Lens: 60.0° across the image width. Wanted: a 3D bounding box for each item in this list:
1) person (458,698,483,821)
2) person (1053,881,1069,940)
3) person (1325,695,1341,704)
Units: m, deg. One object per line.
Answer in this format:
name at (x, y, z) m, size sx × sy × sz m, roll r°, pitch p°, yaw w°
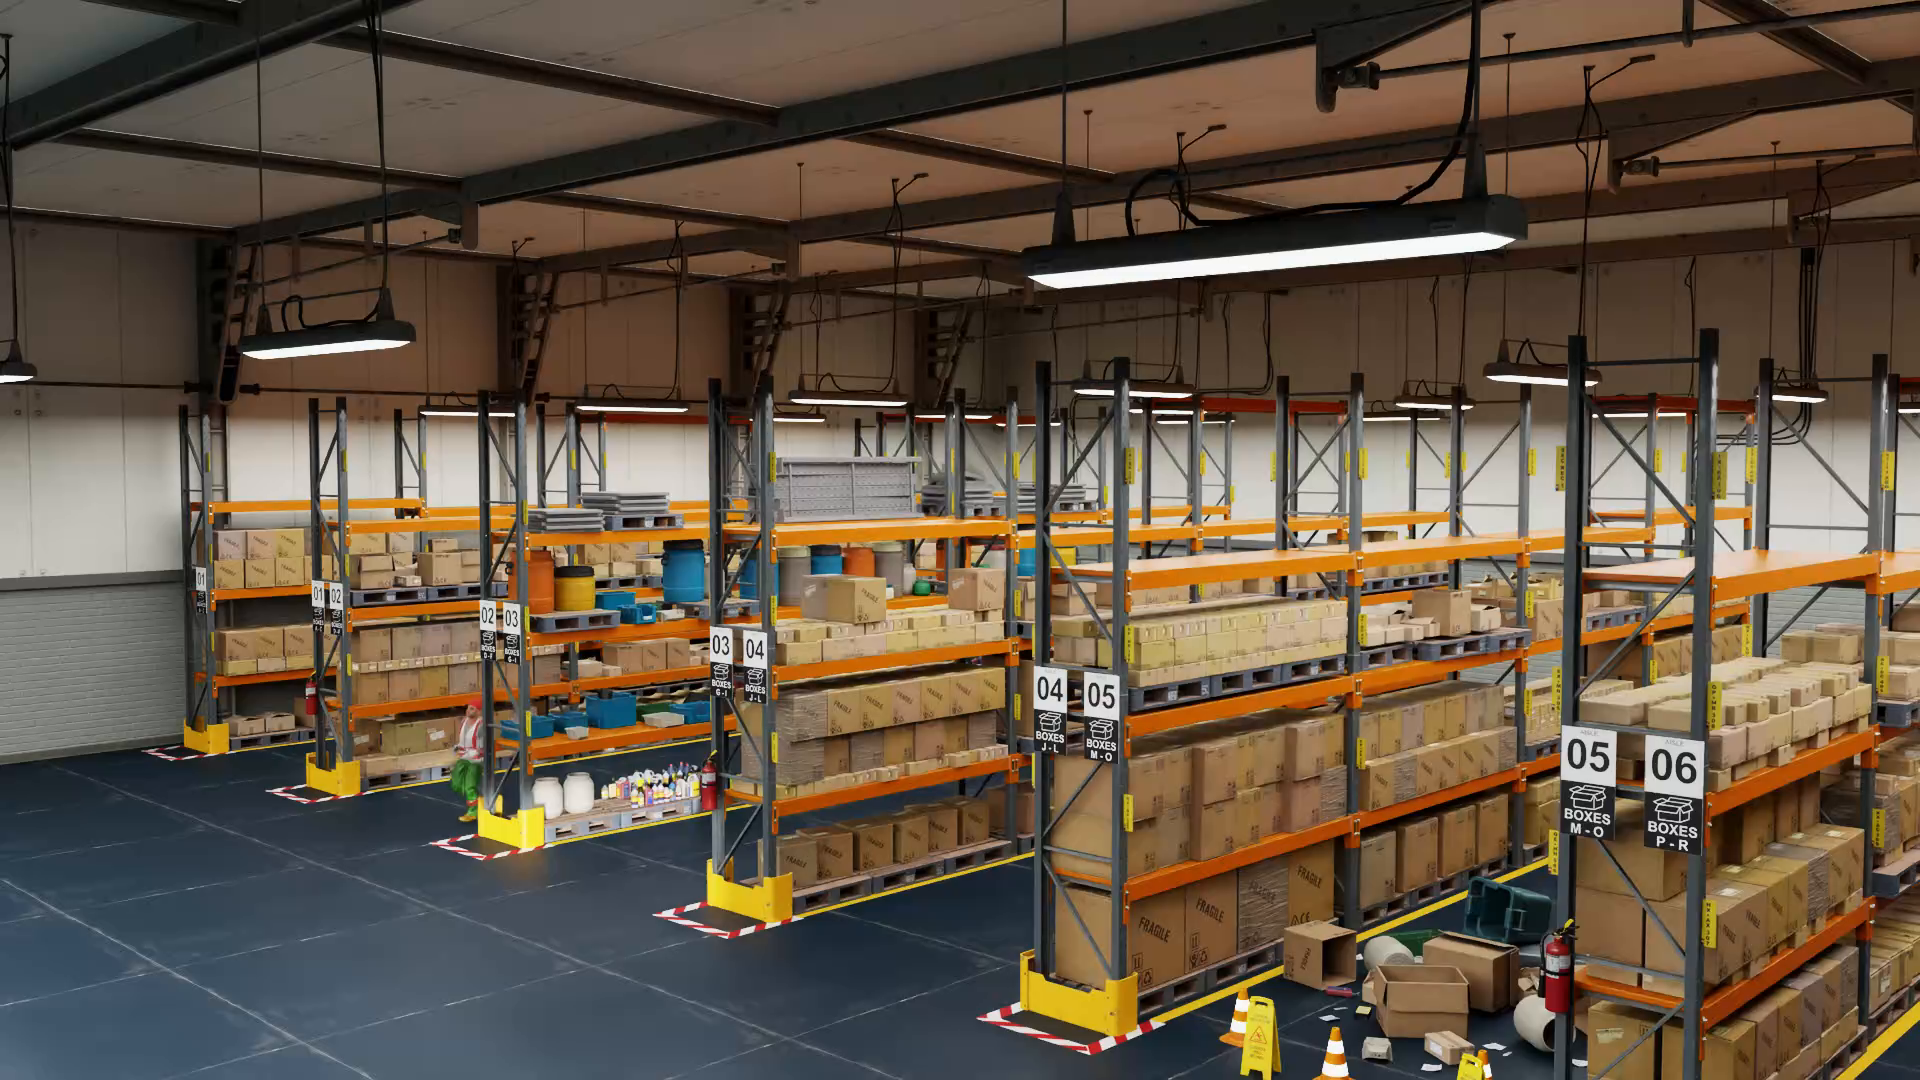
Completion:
person at (-6.778, 3.079, 23.340) m, size 0.655 × 1.742 × 0.469 m, roll 1°, pitch 3°, yaw 26°
person at (1.384, 3.442, 17.729) m, size 0.624 × 1.502 × 1.066 m, roll 3°, pitch 4°, yaw 41°
person at (5.344, 3.036, 24.056) m, size 0.351 × 1.672 × 0.890 m, roll 2°, pitch 4°, yaw 39°
